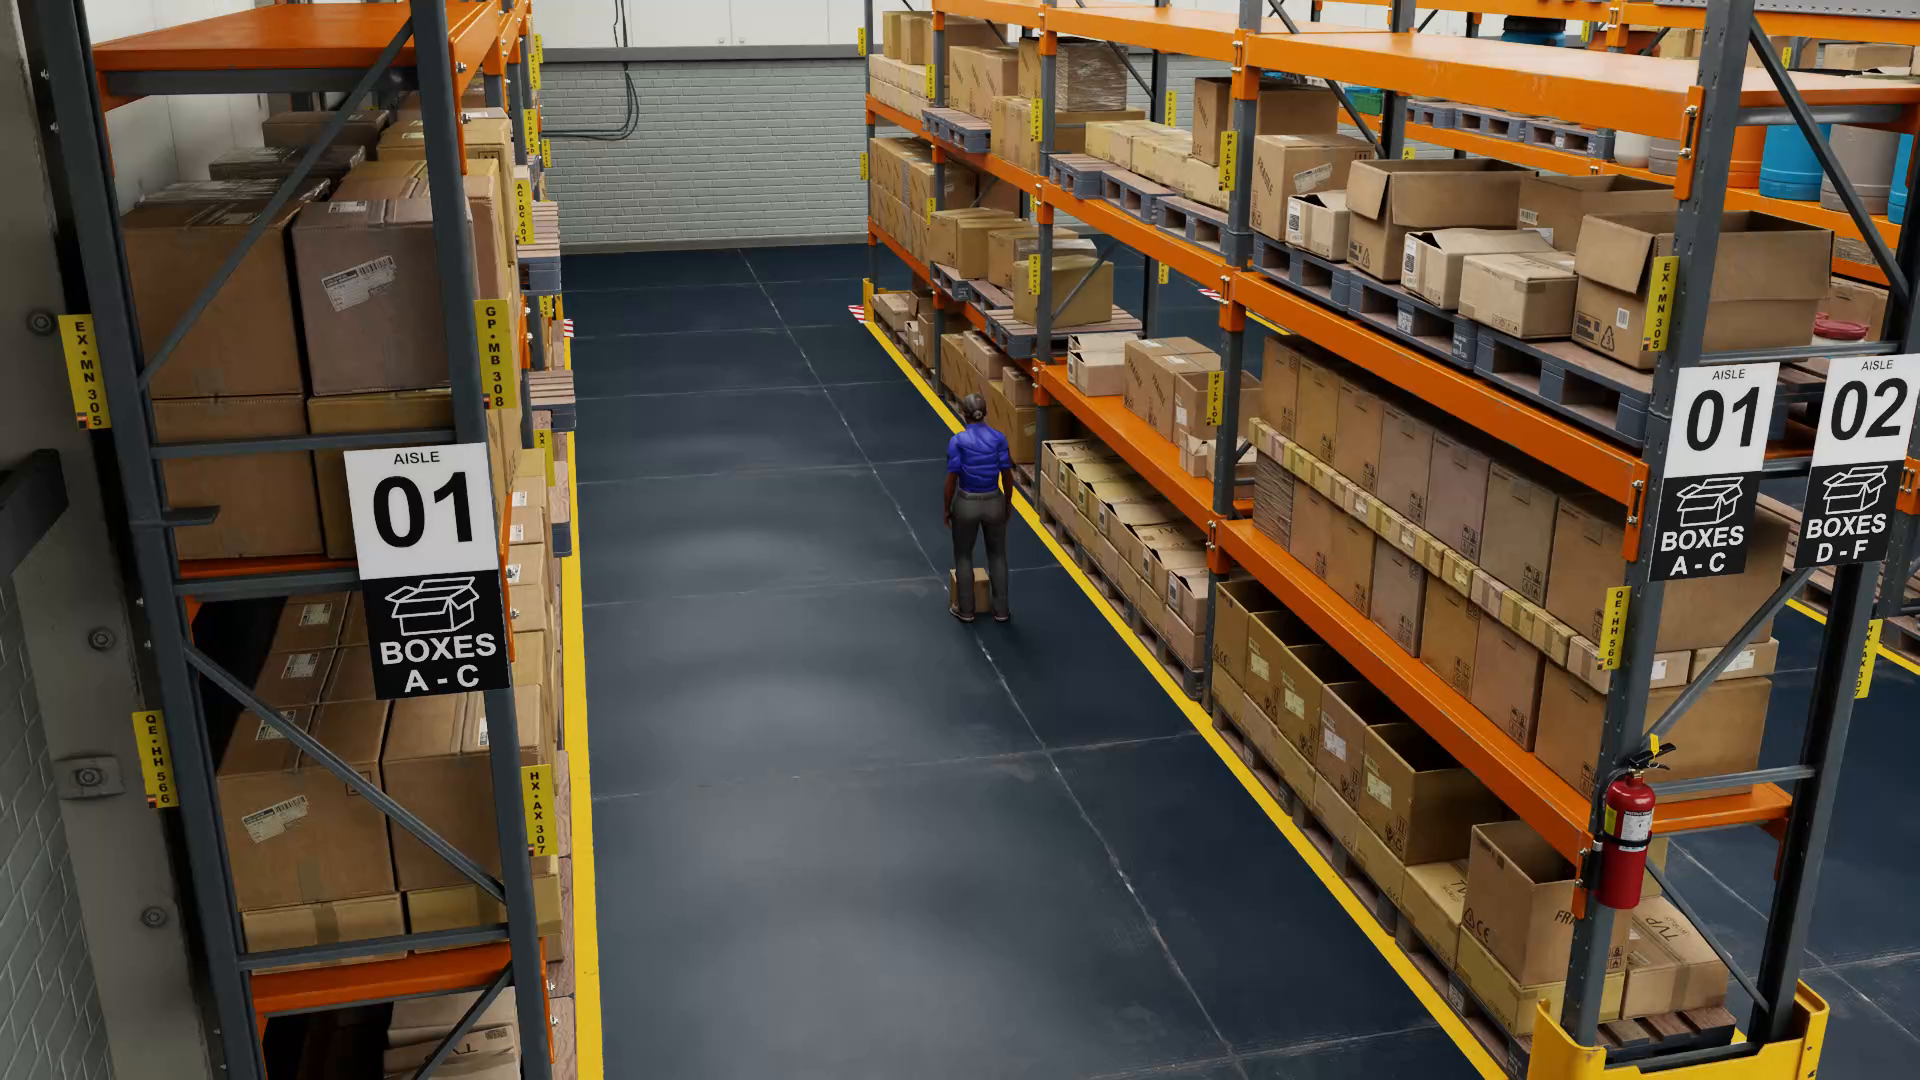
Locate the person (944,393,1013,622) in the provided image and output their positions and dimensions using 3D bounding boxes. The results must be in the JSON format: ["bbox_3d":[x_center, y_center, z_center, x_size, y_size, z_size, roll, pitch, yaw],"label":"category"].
[{"bbox_3d":[0.128,-0.221,11.694,0.505,1.655,0.390,-4,20,-11],"label":"person"}]
